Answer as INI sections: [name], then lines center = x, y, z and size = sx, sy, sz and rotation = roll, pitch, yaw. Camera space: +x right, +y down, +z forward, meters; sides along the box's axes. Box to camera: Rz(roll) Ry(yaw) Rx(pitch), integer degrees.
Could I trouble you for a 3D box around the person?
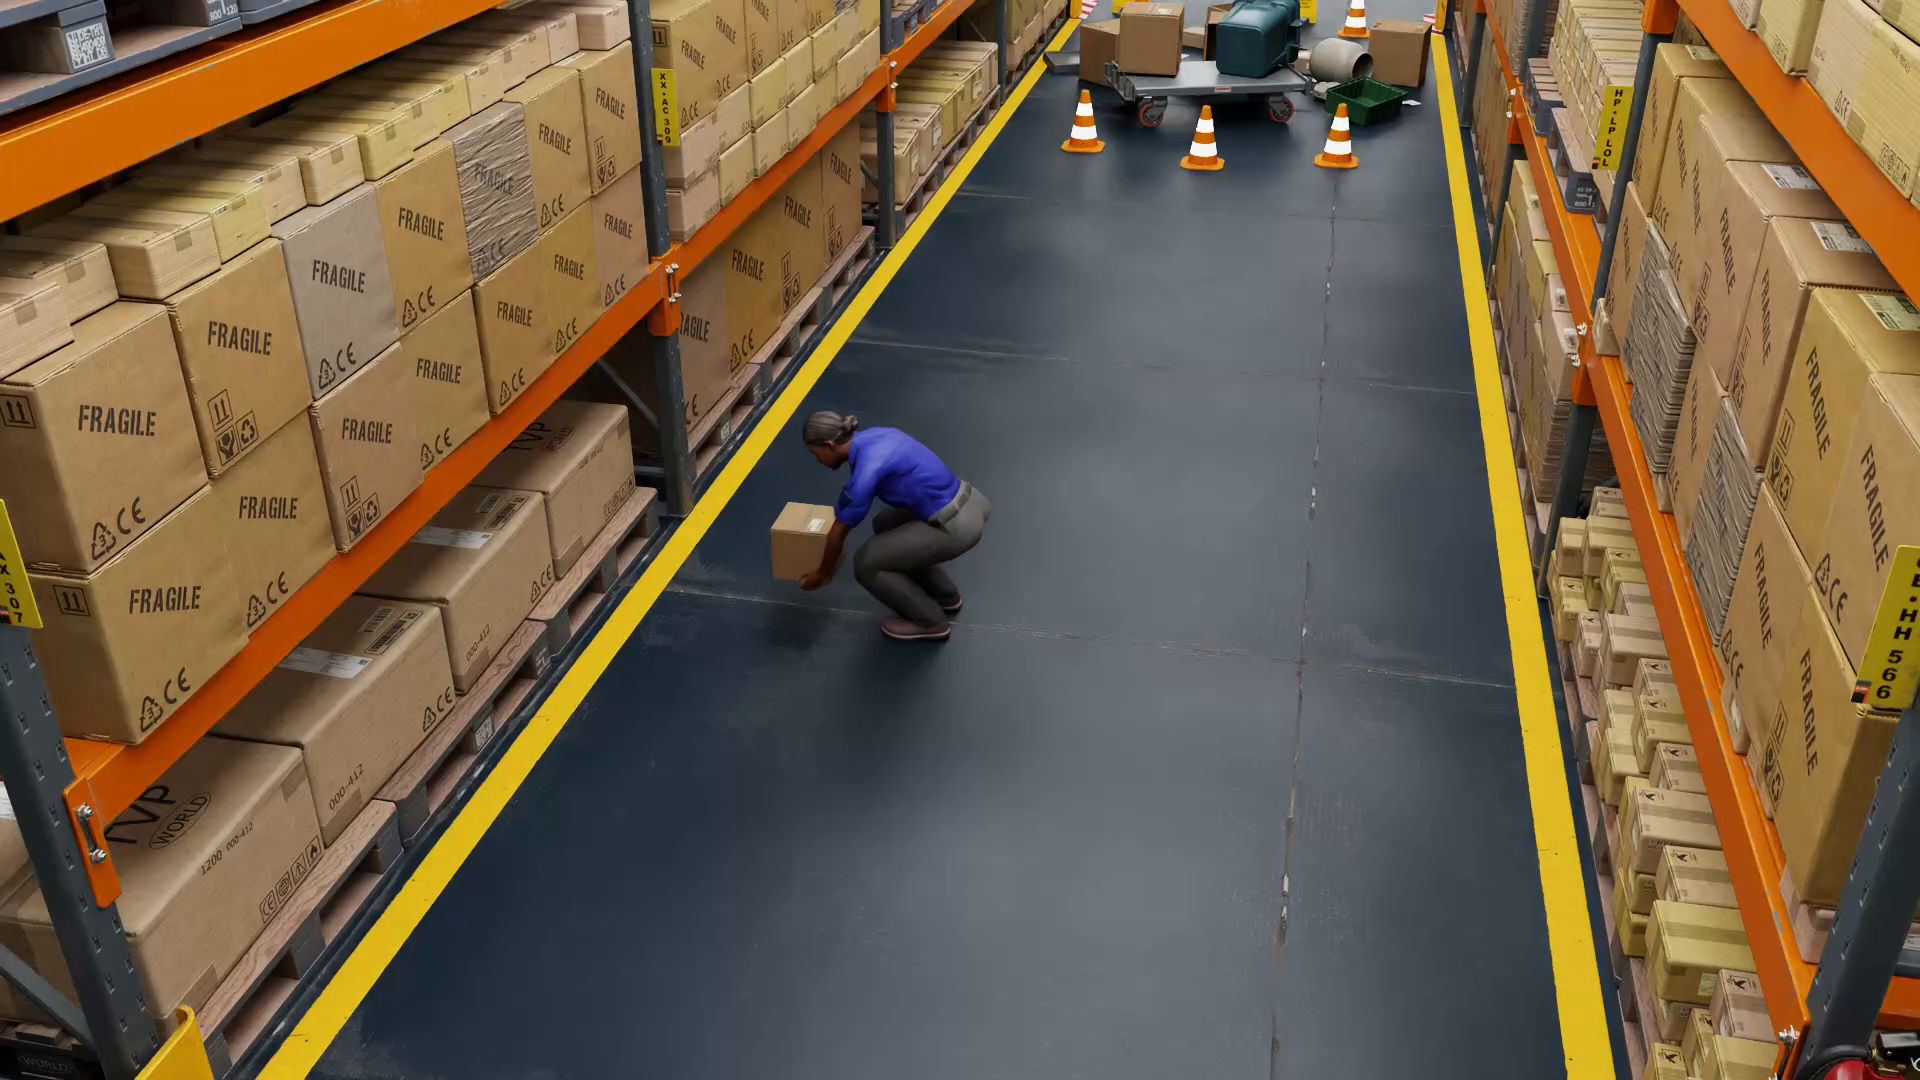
[person]
center = -0.278, -0.080, 6.974
size = 0.796, 0.988, 0.490
rotation = 6, 30, 10
